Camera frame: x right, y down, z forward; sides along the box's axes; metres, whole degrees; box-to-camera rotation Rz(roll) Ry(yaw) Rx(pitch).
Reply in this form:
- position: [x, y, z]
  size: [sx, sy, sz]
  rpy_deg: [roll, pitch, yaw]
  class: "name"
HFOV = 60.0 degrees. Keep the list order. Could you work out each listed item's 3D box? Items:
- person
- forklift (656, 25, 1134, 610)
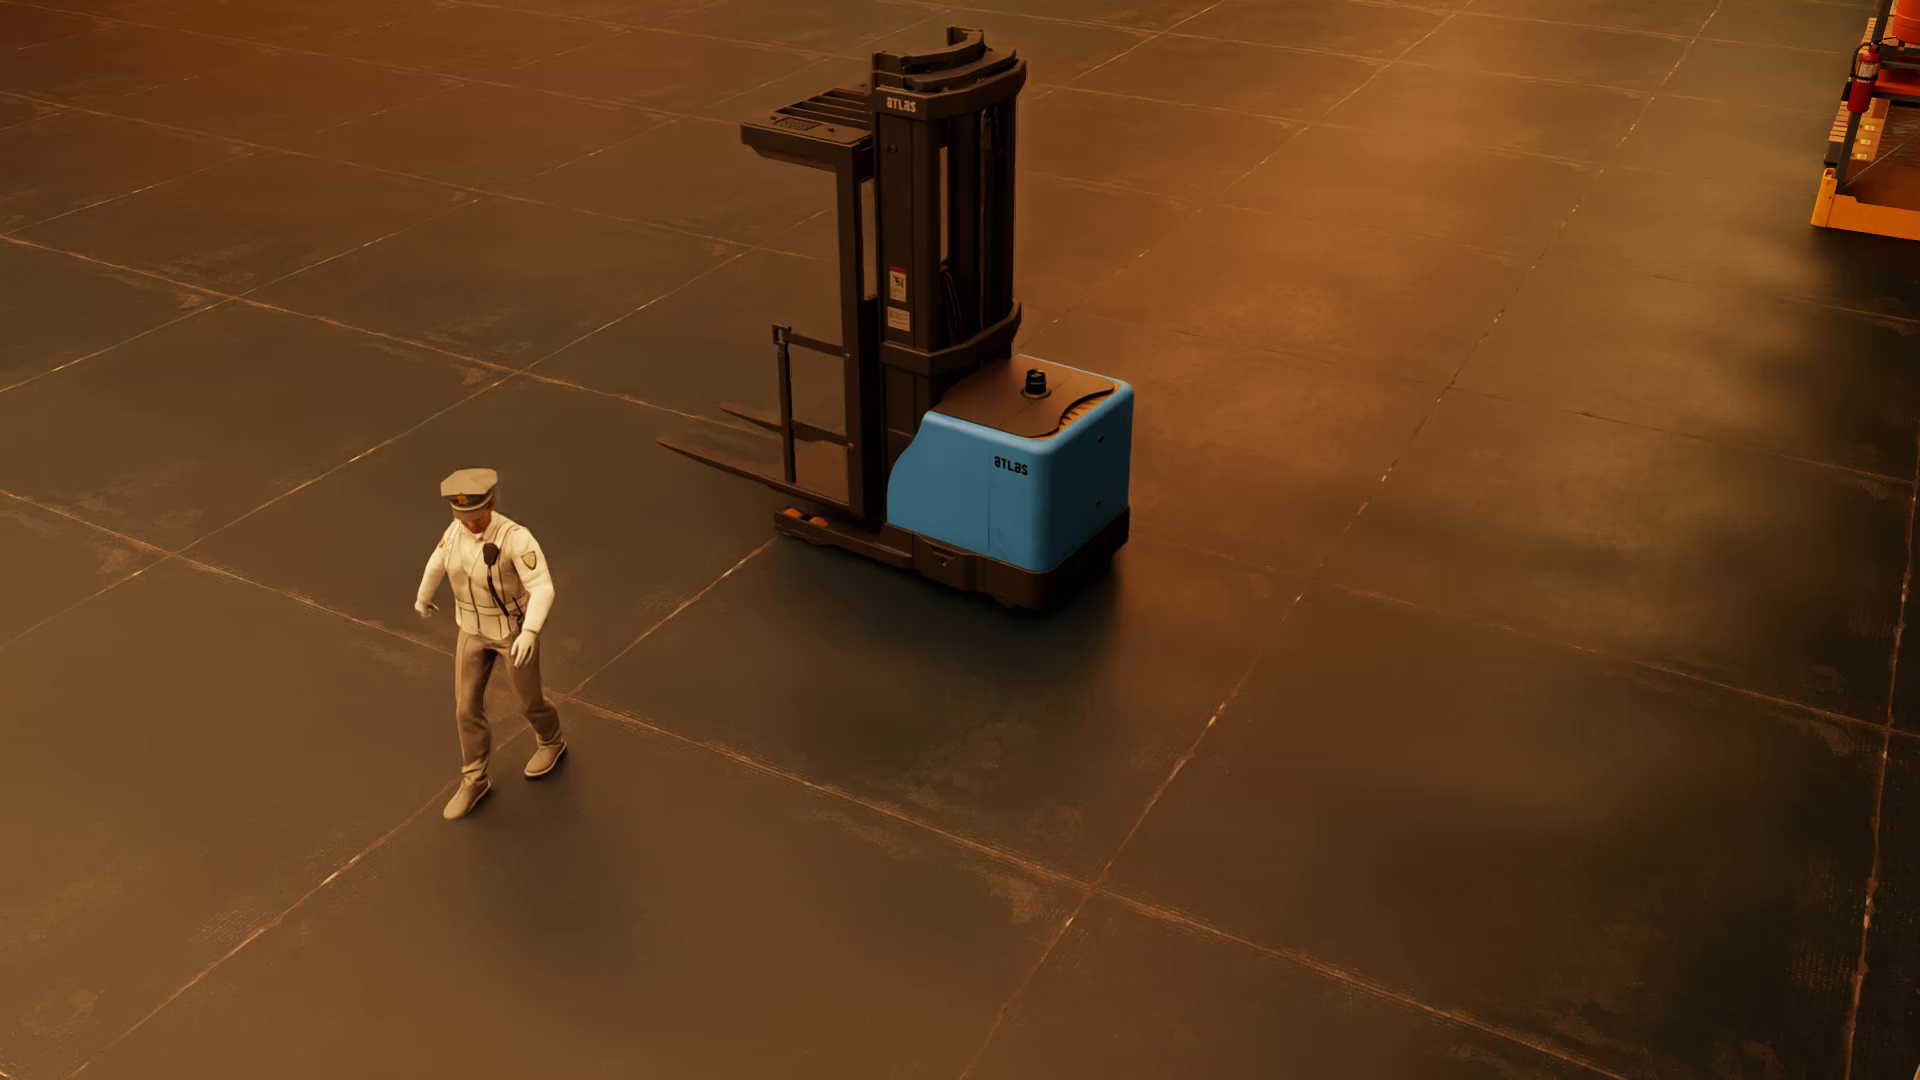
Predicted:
- position: [-2.187, 0.465, 7.589]
  size: [0.913, 1.664, 0.684]
  rpy_deg: [11, 32, 18]
  class: "person"
- position: [-0.512, -1.436, 9.559]
  size: [3.031, 2.935, 1.130]
  rpy_deg: [18, 35, 29]
  class: "forklift"
